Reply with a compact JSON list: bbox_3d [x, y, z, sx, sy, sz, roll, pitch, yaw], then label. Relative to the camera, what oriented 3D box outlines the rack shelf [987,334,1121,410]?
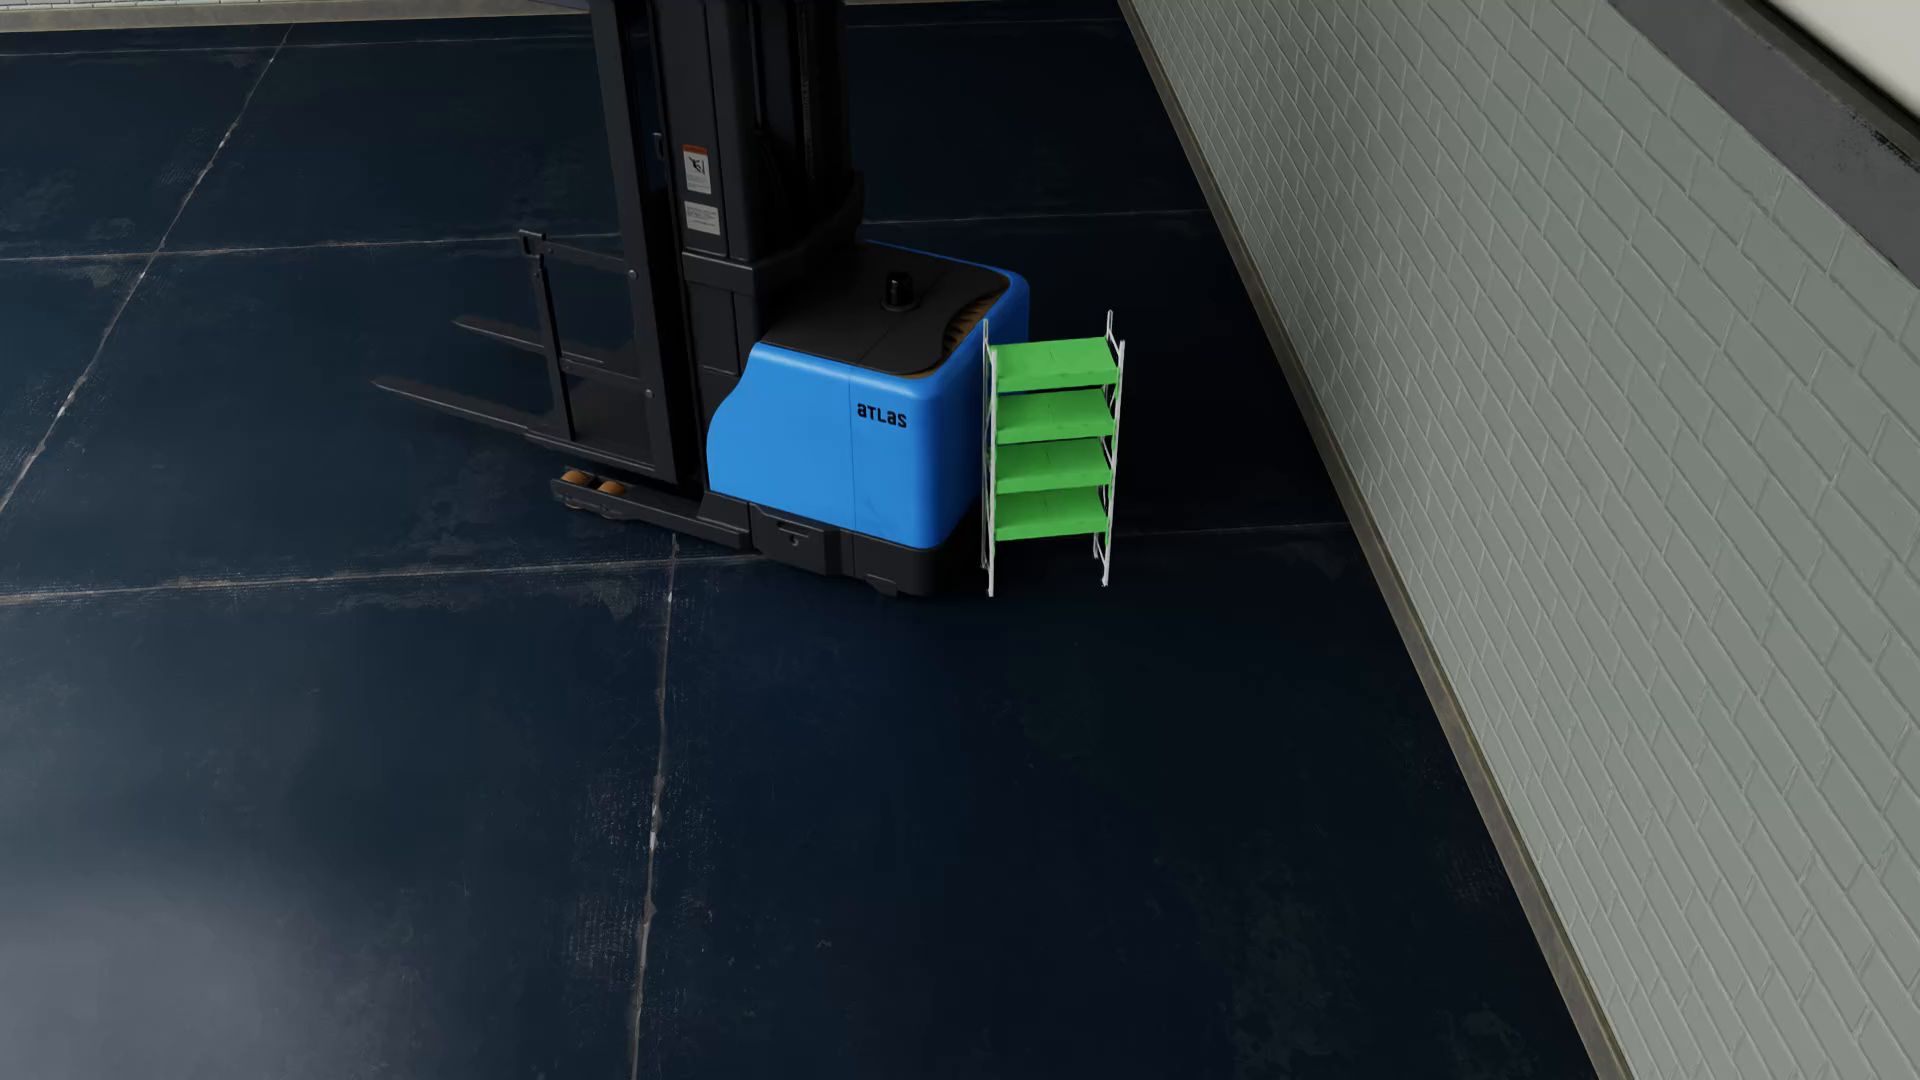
[{"bbox_3d":[0.356,-0.653,6.437,0.480,0.148,0.258,-5,39,-6],"label":"rack shelf"}]

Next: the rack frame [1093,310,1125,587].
[{"bbox_3d":[0.597,-0.348,6.722,0.015,1.200,0.240,-5,39,-6],"label":"rack frame"}]

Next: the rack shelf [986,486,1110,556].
[{"bbox_3d":[0.356,-0.088,6.883,0.480,0.148,0.258,-5,39,-6],"label":"rack shelf"}]

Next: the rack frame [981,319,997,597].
[{"bbox_3d":[0.114,-0.305,6.668,0.015,1.200,0.240,-5,39,-6],"label":"rack frame"}]

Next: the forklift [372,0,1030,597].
[{"bbox_3d":[-1.257,-1.522,6.813,3.031,2.935,1.130,16,41,19],"label":"forklift"}]

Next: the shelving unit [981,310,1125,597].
[{"bbox_3d":[0.356,-0.326,6.695,0.503,1.200,0.258,-5,39,-6],"label":"shelving unit"}]

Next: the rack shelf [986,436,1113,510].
[{"bbox_3d":[0.356,-0.276,6.734,0.480,0.148,0.258,-5,39,-6],"label":"rack shelf"}]

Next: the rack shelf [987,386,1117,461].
[{"bbox_3d":[0.356,-0.464,6.586,0.480,0.148,0.258,-5,39,-6],"label":"rack shelf"}]
